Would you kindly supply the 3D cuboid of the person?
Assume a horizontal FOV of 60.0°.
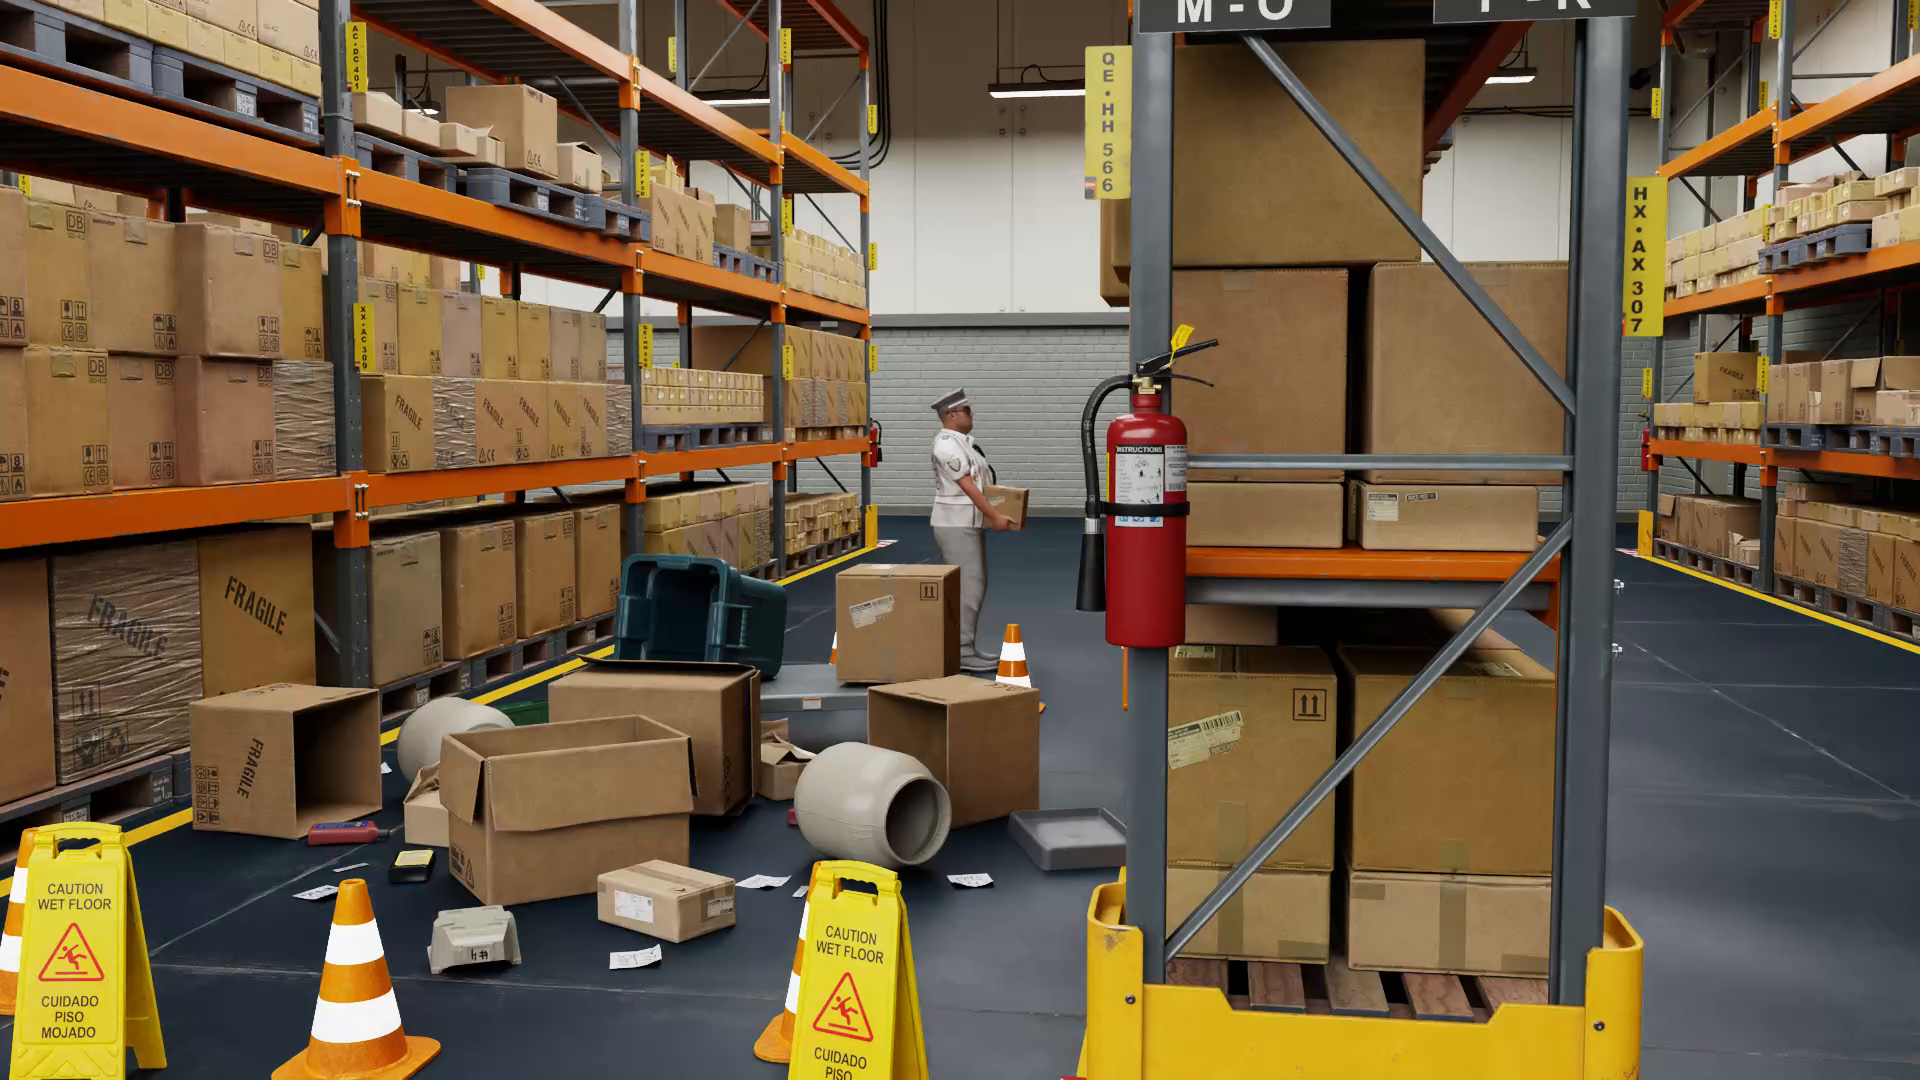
[{"bbox_3d":[0.096,-0.075,10.456,0.573,1.763,0.494,1,4,9],"label":"person"}]
